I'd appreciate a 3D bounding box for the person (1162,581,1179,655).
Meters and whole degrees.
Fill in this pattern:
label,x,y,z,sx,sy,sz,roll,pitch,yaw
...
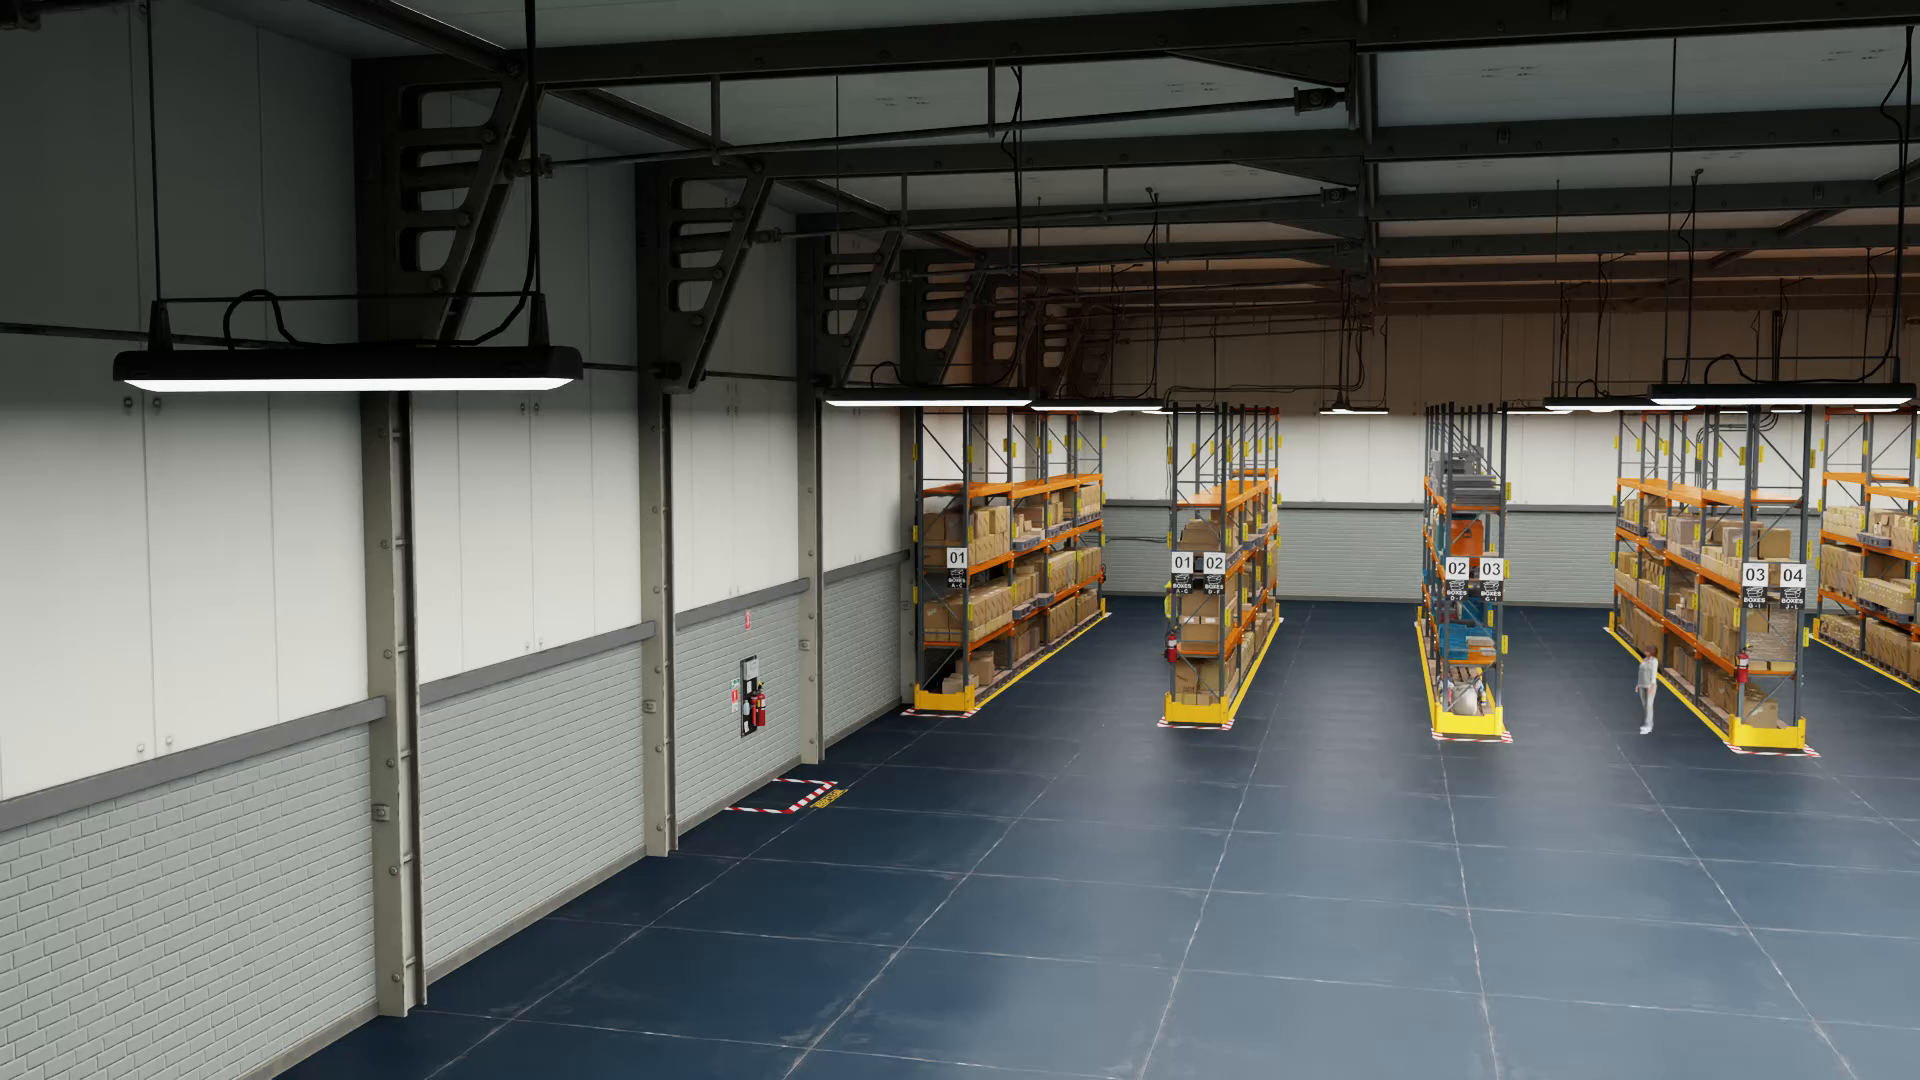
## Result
label,x,y,z,sx,sy,sz,roll,pitch,yaw
person,5.063,1.875,40.008,0.390,1.765,0.655,0,4,3

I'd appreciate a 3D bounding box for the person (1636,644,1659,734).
label,x,y,z,sx,sy,sz,roll,pitch,yaw
person,12.510,2.701,30.274,0.487,1.617,0.431,-2,5,-25
